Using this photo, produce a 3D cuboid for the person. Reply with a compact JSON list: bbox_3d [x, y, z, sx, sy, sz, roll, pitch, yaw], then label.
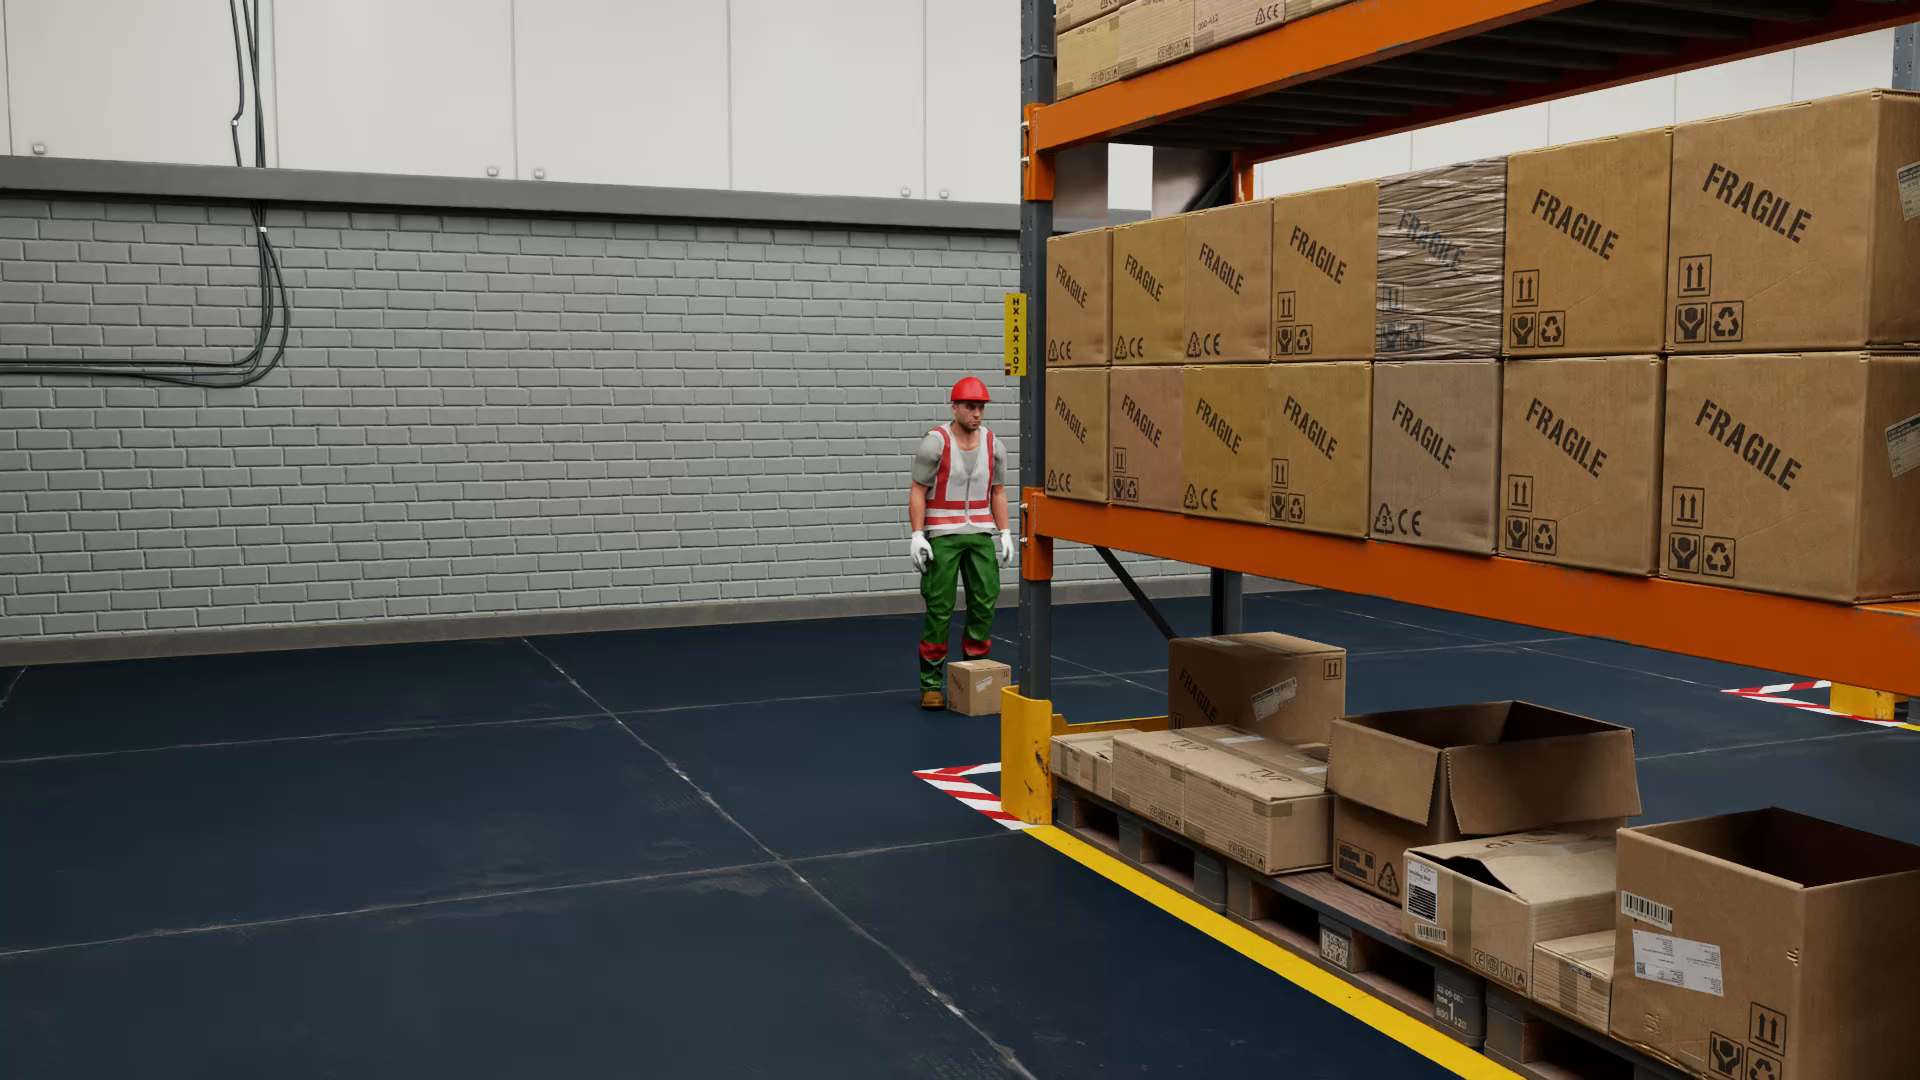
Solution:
[{"bbox_3d":[0.009,0.008,9.027,0.608,1.779,0.449,-2,6,-23],"label":"person"}]
